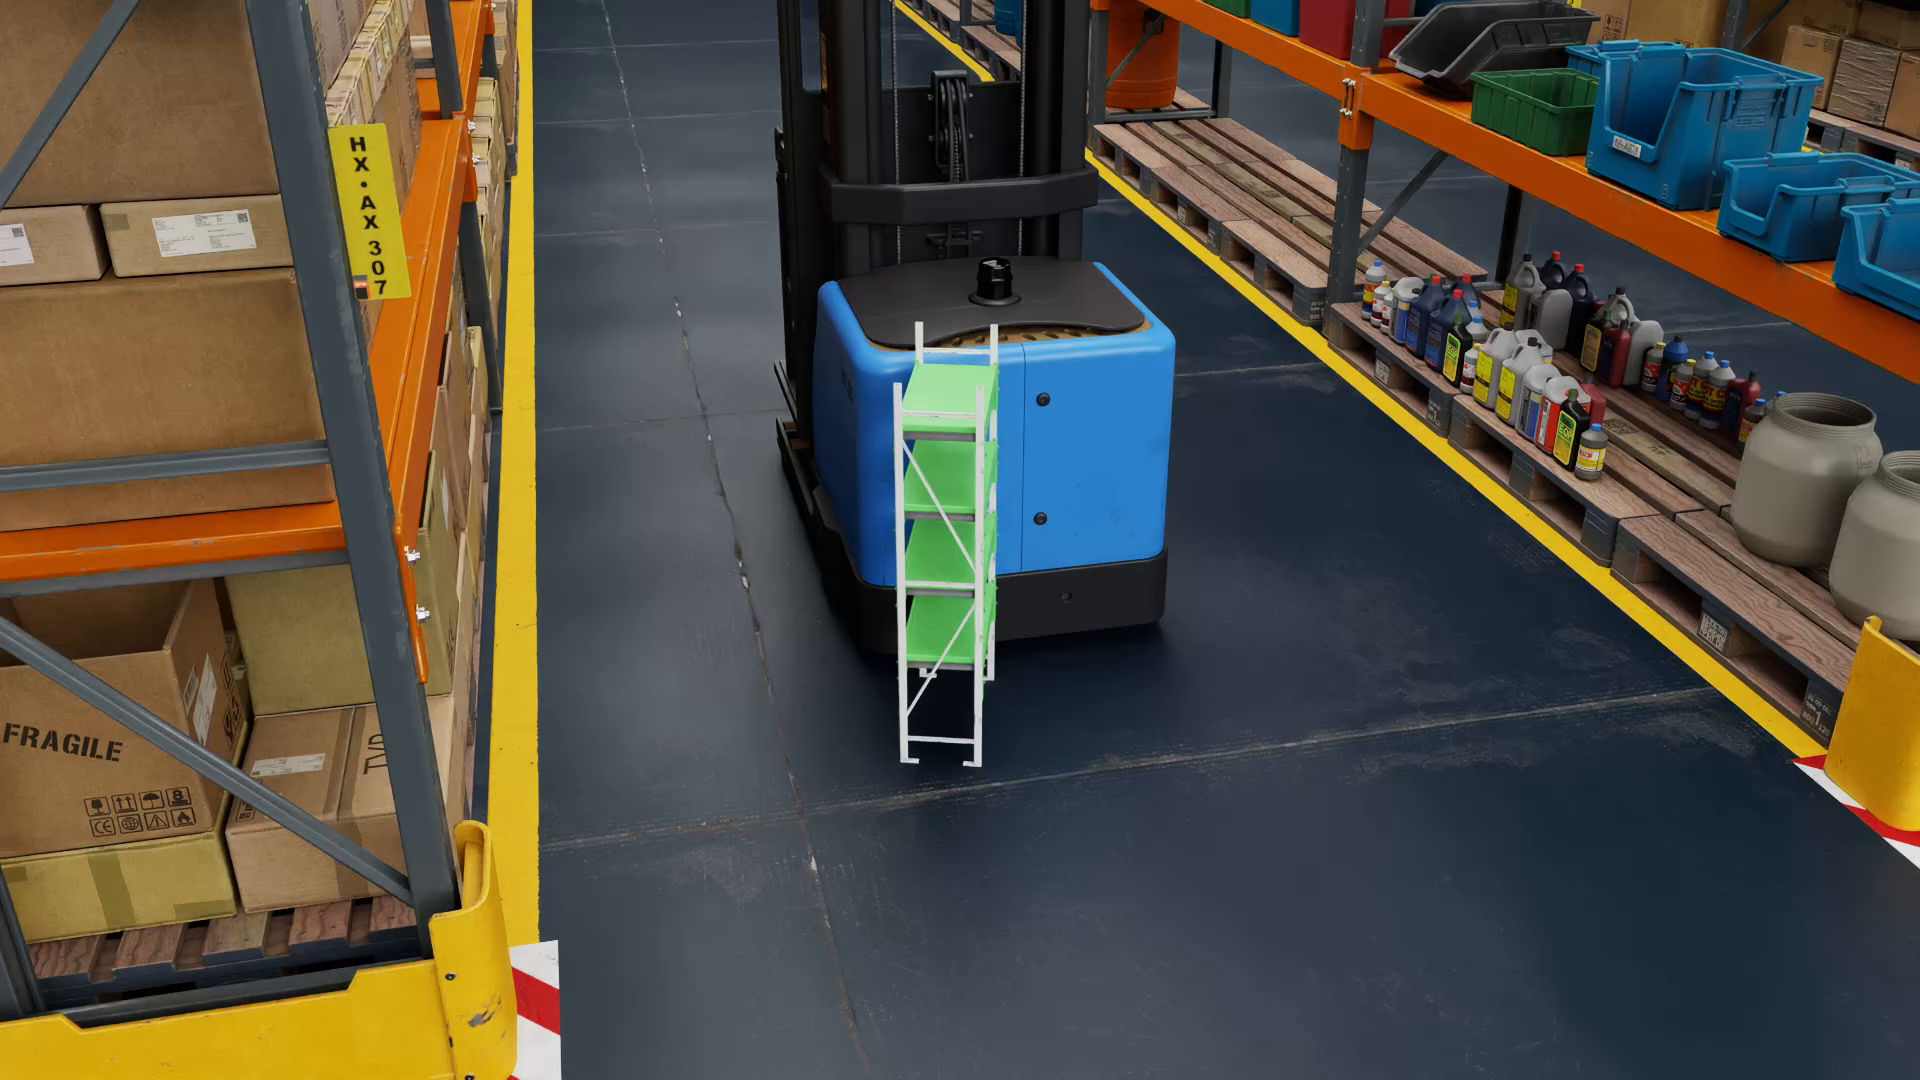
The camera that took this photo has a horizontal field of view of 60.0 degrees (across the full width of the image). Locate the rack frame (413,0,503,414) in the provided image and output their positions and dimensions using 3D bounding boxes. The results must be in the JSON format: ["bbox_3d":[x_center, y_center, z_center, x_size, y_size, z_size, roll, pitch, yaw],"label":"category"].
[{"bbox_3d":[-2.529,-1.881,6.648,1.000,3.000,0.127,-6,27,-12],"label":"rack frame"}]

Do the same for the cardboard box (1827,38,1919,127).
[{"bbox_3d":[6.530,-3.188,11.523,0.700,0.500,0.500,-8,28,-16],"label":"cardboard box"}]

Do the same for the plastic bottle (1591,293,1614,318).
[{"bbox_3d":[2.844,-0.961,7.352,0.061,0.283,0.133,-4,27,-8],"label":"plastic bottle"}]

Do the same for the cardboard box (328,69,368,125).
[{"bbox_3d":[-1.740,-1.107,4.283,0.380,0.149,0.250,-7,28,-13],"label":"cardboard box"}]

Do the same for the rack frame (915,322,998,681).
[{"bbox_3d":[-0.010,-0.092,5.100,0.240,1.200,0.015,2,27,5],"label":"rack frame"}]

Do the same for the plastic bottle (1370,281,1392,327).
[{"bbox_3d":[1.965,-1.101,7.719,0.097,0.201,0.097,0,27,0],"label":"plastic bottle"}]

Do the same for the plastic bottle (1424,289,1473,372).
[{"bbox_3d":[2.118,-0.917,7.190,0.144,0.351,0.185,-7,28,-14],"label":"plastic bottle"}]

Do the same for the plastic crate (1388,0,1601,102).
[{"bbox_3d":[2.292,-2.112,7.175,0.767,0.338,0.504,-6,27,-12],"label":"plastic crate"}]

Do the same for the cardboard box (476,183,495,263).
[{"bbox_3d":[-2.487,-1.519,7.893,0.500,0.311,0.500,-6,27,-12],"label":"cardboard box"}]

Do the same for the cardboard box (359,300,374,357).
[{"bbox_3d":[-1.843,-0.606,4.011,0.700,0.500,0.500,-5,27,-10],"label":"cardboard box"}]

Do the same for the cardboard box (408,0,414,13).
[{"bbox_3d":[-2.205,-2.009,6.071,0.380,0.149,0.250,-7,28,-13],"label":"cardboard box"}]

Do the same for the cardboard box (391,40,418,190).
[{"bbox_3d":[-2.298,-1.501,5.784,0.700,0.500,0.500,-6,27,-12],"label":"cardboard box"}]

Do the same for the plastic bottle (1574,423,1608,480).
[{"bbox_3d":[2.358,-0.336,6.203,0.097,0.201,0.097,0,27,0],"label":"plastic bottle"}]

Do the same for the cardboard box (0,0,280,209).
[{"bbox_3d":[-1.732,-0.979,3.309,0.700,0.500,0.500,-6,27,-11],"label":"cardboard box"}]

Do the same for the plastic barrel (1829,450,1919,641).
[{"bbox_3d":[2.976,0.015,5.185,0.421,0.512,0.421,0,27,0],"label":"plastic barrel"}]

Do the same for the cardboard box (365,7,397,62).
[{"bbox_3d":[-1.974,-1.560,5.181,0.380,0.149,0.250,-5,27,-10],"label":"cardboard box"}]

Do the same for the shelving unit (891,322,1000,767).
[{"bbox_3d":[-0.033,0.018,4.883,0.258,1.200,0.503,2,27,5],"label":"shelving unit"}]

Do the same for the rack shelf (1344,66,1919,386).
[{"bbox_3d":[2.748,-1.183,6.064,1.077,0.370,4.000,-6,27,-12],"label":"rack shelf"}]

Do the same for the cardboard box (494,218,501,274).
[{"bbox_3d":[-2.612,-1.495,8.469,0.500,0.250,0.500,-7,28,-13],"label":"cardboard box"}]

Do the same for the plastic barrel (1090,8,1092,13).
[{"bbox_3d":[1.015,-3.958,12.974,0.600,0.588,0.708,-6,27,-12],"label":"plastic barrel"}]

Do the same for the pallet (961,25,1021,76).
[{"bbox_3d":[0.628,-4.307,14.548,1.003,0.211,1.213,-6,27,-12],"label":"pallet"}]

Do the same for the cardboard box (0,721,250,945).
[{"bbox_3d":[-2.036,0.709,4.101,0.500,0.250,0.500,-6,27,-12],"label":"cardboard box"}]

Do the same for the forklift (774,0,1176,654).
[{"bbox_3d":[-0.142,-1.585,6.137,1.130,2.935,3.031,-6,27,-12],"label":"forklift"}]

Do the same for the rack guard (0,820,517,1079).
[{"bbox_3d":[-1.622,1.001,3.712,1.175,0.500,0.348,-6,27,-12],"label":"rack guard"}]

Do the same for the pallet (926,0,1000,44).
[{"bbox_3d":[0.291,-4.969,15.860,1.003,0.211,1.213,-6,27,-12],"label":"pallet"}]

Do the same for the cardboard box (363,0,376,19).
[{"bbox_3d":[-2.196,-1.869,5.074,0.700,0.500,0.500,-6,27,-12],"label":"cardboard box"}]

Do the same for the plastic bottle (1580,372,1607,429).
[{"bbox_3d":[2.432,-0.497,6.431,0.061,0.283,0.133,-6,27,-12],"label":"plastic bottle"}]

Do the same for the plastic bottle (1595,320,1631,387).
[{"bbox_3d":[2.769,-0.804,7.040,0.061,0.283,0.133,-6,27,-12],"label":"plastic bottle"}]

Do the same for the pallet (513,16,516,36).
[{"bbox_3d":[-4.486,-4.450,14.832,1.003,0.211,1.213,-6,27,-12],"label":"pallet"}]

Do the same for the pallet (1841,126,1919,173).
[{"bbox_3d":[6.668,-2.519,11.006,1.003,0.211,1.213,-6,27,-12],"label":"pallet"}]

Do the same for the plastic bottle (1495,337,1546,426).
[{"bbox_3d":[2.256,-0.649,6.658,0.144,0.351,0.185,-5,27,-9],"label":"plastic bottle"}]

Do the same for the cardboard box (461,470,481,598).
[{"bbox_3d":[-1.868,-0.002,5.510,0.500,0.250,0.500,-6,27,-12],"label":"cardboard box"}]

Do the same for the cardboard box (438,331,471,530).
[{"bbox_3d":[-1.867,-0.337,5.342,0.500,0.500,0.500,-6,27,-12],"label":"cardboard box"}]

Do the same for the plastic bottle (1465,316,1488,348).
[{"bbox_3d":[2.188,-0.821,7.087,0.097,0.271,0.097,0,27,0],"label":"plastic bottle"}]

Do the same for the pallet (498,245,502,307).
[{"bbox_3d":[-3.012,-1.493,8.973,1.003,0.211,1.213,-6,27,-12],"label":"pallet"}]

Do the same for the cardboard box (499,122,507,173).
[{"bbox_3d":[-3.074,-2.391,10.244,0.500,0.250,0.500,-5,27,-10],"label":"cardboard box"}]

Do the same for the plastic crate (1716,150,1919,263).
[{"bbox_3d":[2.654,-1.035,5.137,0.499,0.251,0.408,-6,27,-12],"label":"plastic crate"}]

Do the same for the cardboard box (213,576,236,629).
[{"bbox_3d":[-2.278,-0.063,4.799,0.500,0.500,0.500,-6,27,-12],"label":"cardboard box"}]

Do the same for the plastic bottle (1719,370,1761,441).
[{"bbox_3d":[3.061,-0.539,6.516,0.061,0.283,0.133,-5,27,-11],"label":"plastic bottle"}]

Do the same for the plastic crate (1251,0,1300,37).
[{"bbox_3d":[1.746,-2.828,8.542,0.392,0.384,0.575,-6,27,-12],"label":"plastic crate"}]

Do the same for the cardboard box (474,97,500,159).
[{"bbox_3d":[-2.949,-2.415,9.669,0.500,0.311,0.500,-6,27,-12],"label":"cardboard box"}]

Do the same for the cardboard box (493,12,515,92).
[{"bbox_3d":[-3.609,-3.625,12.389,0.500,0.500,0.500,-7,28,-13],"label":"cardboard box"}]

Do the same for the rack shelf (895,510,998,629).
[{"bbox_3d":[-0.033,0.075,4.912,0.258,0.148,0.480,2,27,5],"label":"rack shelf"}]

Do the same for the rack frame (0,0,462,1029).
[{"bbox_3d":[-1.628,-0.125,3.169,1.000,3.000,0.127,-6,27,-12],"label":"rack frame"}]

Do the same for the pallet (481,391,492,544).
[{"bbox_3d":[-2.391,-0.283,6.576,1.003,0.211,1.213,-6,27,-12],"label":"pallet"}]

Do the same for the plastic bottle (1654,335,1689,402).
[{"bbox_3d":[2.949,-0.716,6.879,0.097,0.271,0.097,0,27,0],"label":"plastic bottle"}]

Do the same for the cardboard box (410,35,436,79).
[{"bbox_3d":[-2.530,-2.179,7.517,0.380,0.149,0.250,-6,27,-12],"label":"cardboard box"}]
